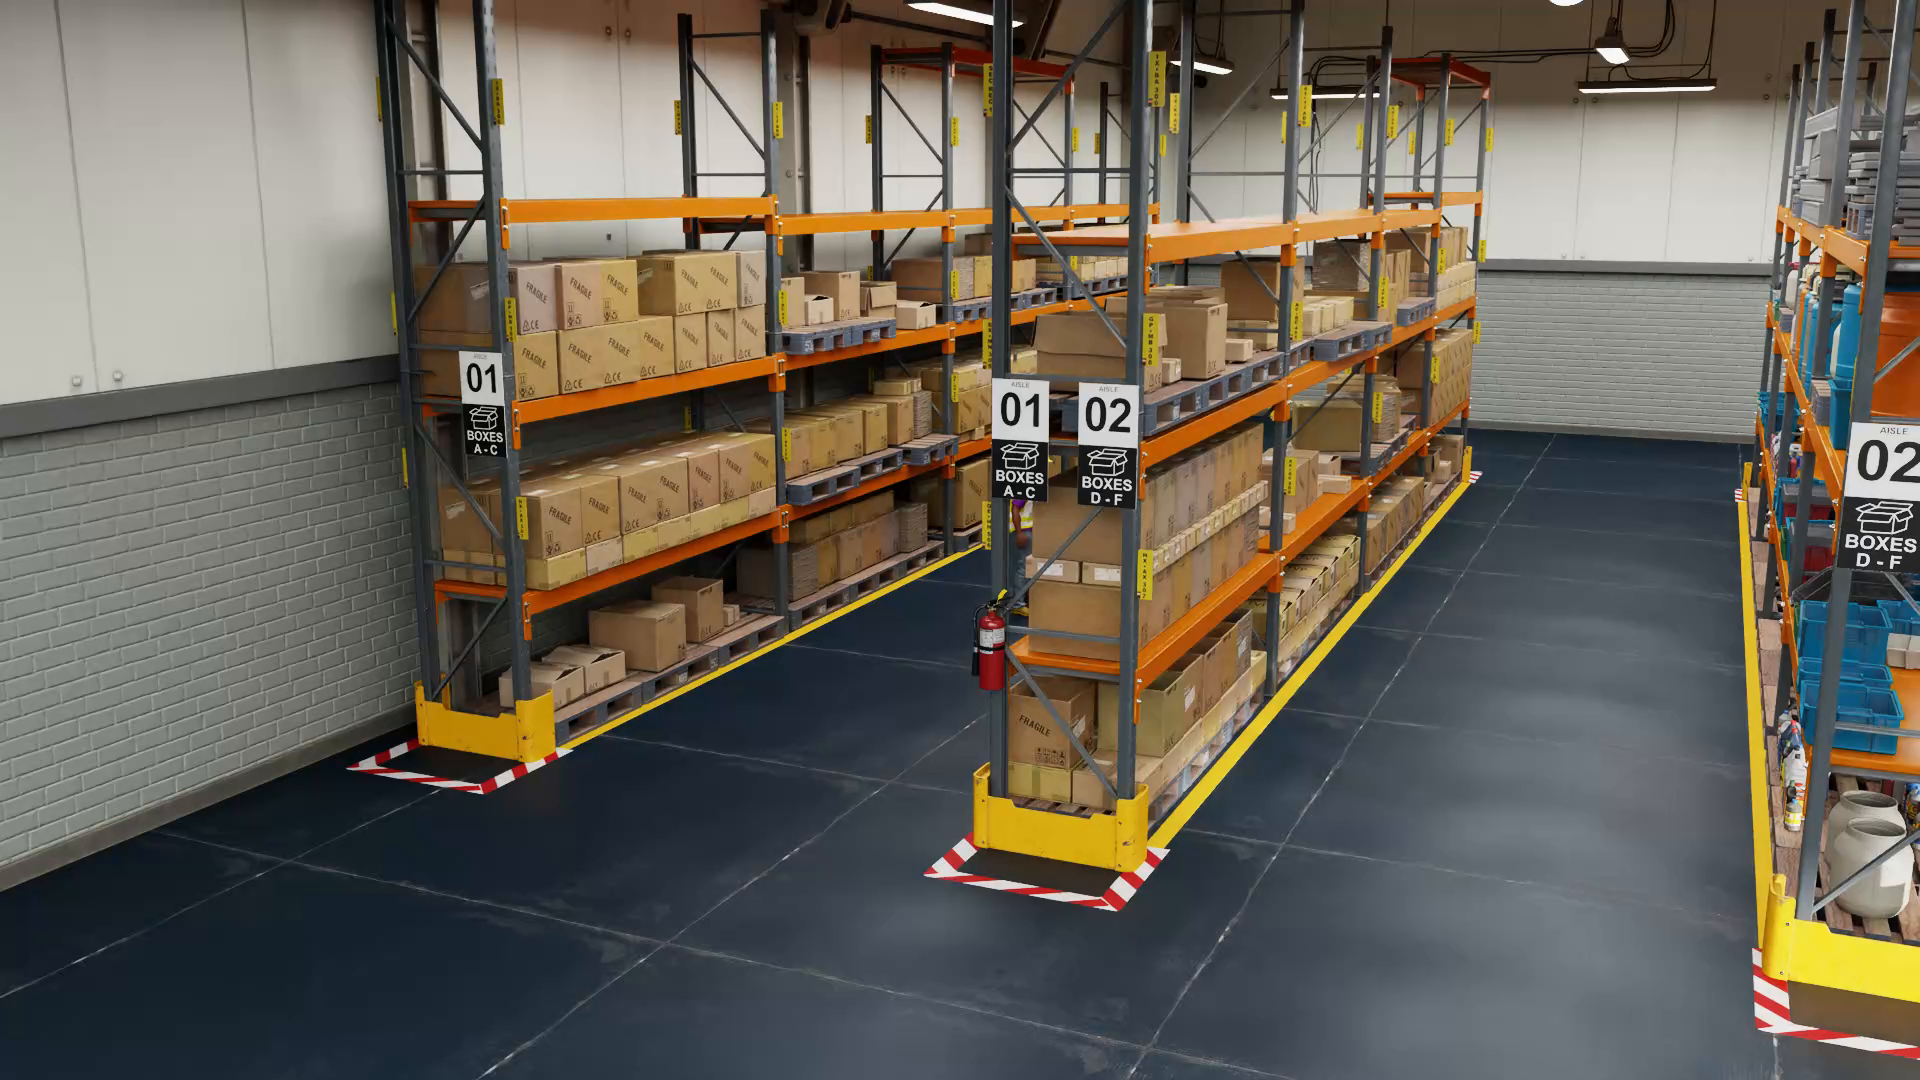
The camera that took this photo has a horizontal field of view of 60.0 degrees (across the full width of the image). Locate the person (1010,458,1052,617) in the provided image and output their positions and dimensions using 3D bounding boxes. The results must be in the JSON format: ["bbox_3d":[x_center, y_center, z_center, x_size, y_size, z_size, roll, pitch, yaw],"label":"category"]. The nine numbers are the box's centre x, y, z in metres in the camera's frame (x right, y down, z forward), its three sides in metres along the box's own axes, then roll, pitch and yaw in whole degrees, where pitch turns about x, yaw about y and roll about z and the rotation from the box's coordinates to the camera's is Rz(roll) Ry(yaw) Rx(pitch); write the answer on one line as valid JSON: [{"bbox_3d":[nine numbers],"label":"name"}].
[{"bbox_3d":[0.730,-0.110,17.431,0.460,1.760,0.627,5,13,24],"label":"person"}]
